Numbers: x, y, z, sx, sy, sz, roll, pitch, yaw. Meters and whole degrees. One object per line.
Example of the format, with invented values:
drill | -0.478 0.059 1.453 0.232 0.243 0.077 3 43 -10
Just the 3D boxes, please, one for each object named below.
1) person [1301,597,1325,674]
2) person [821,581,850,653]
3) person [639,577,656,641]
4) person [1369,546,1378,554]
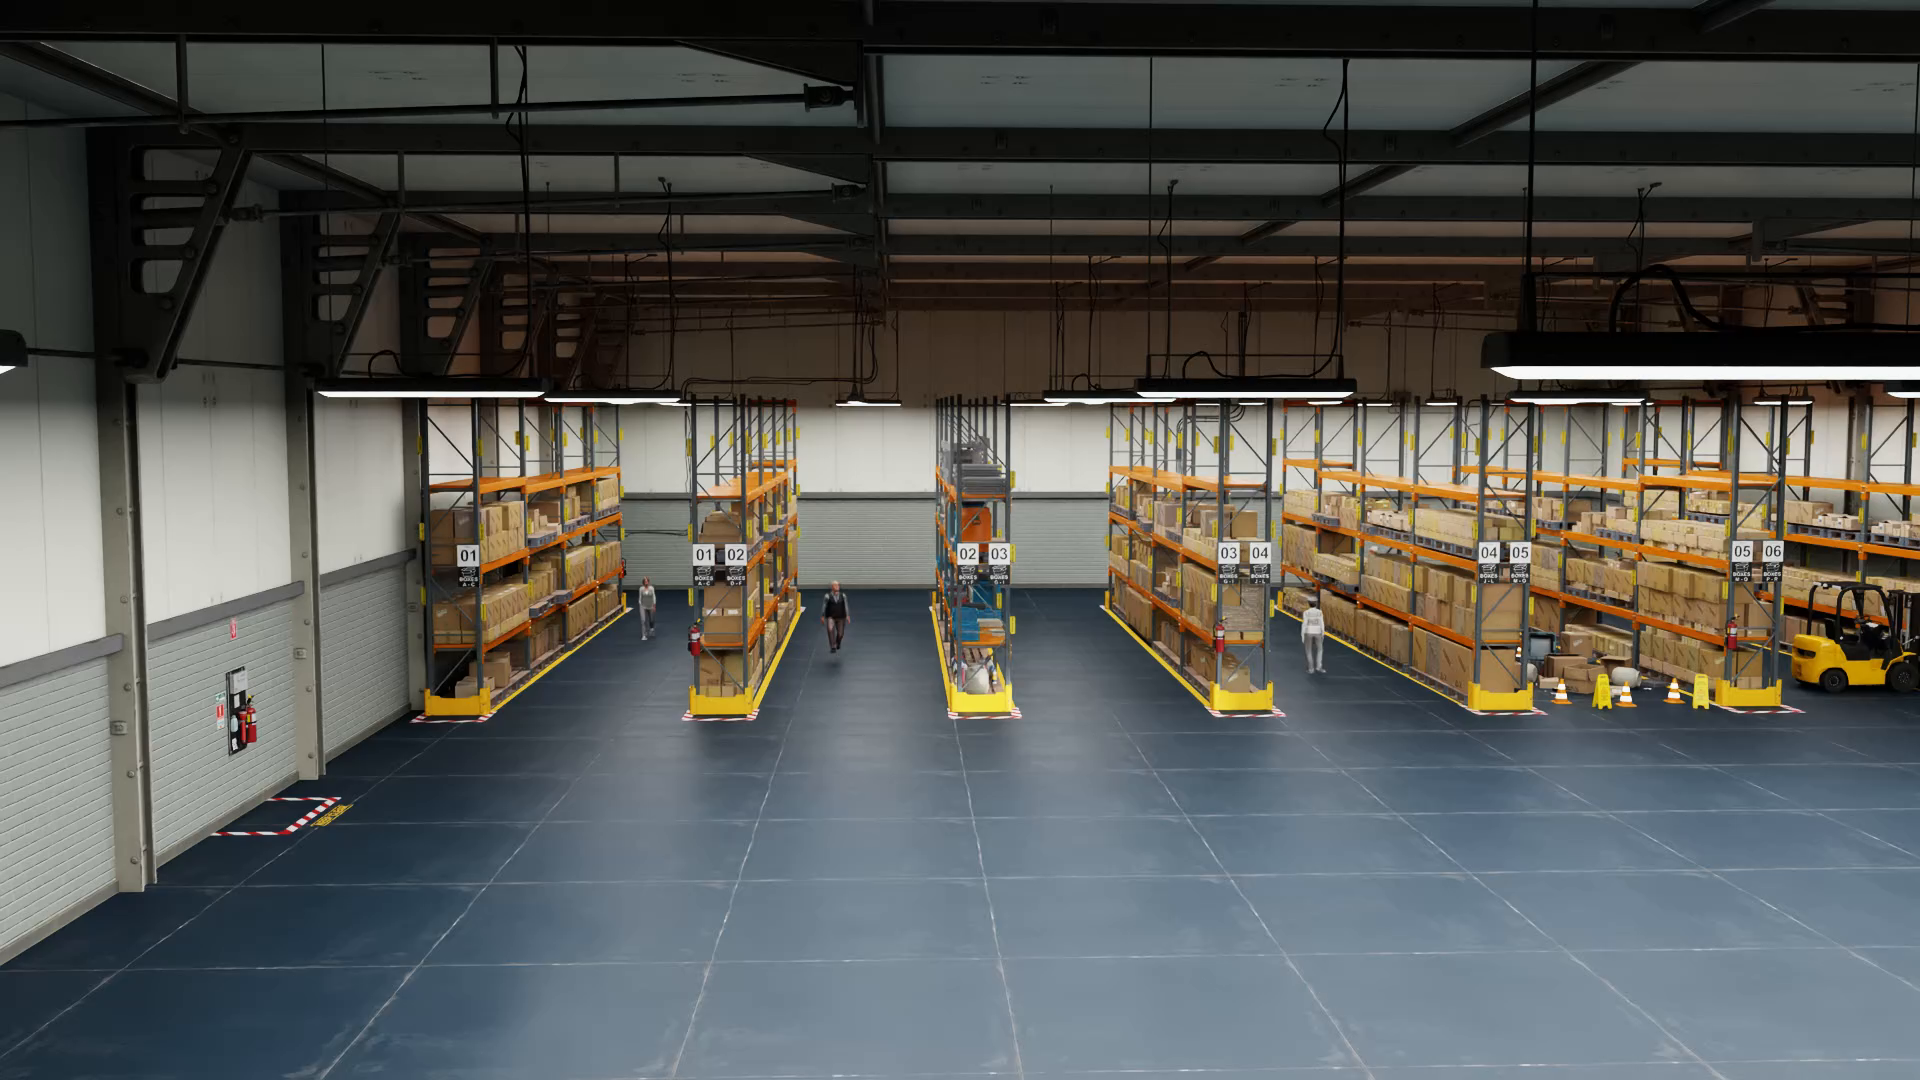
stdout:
person | 7.622 2.069 35.899 0.512 1.674 0.516 0 4 0
person | -2.800 1.724 37.369 0.615 1.585 1.083 -1 5 -12
person | -7.758 1.680 41.293 0.418 1.562 0.768 0 5 -5
person | 11.989 1.062 47.794 0.772 1.787 0.562 3 5 34
